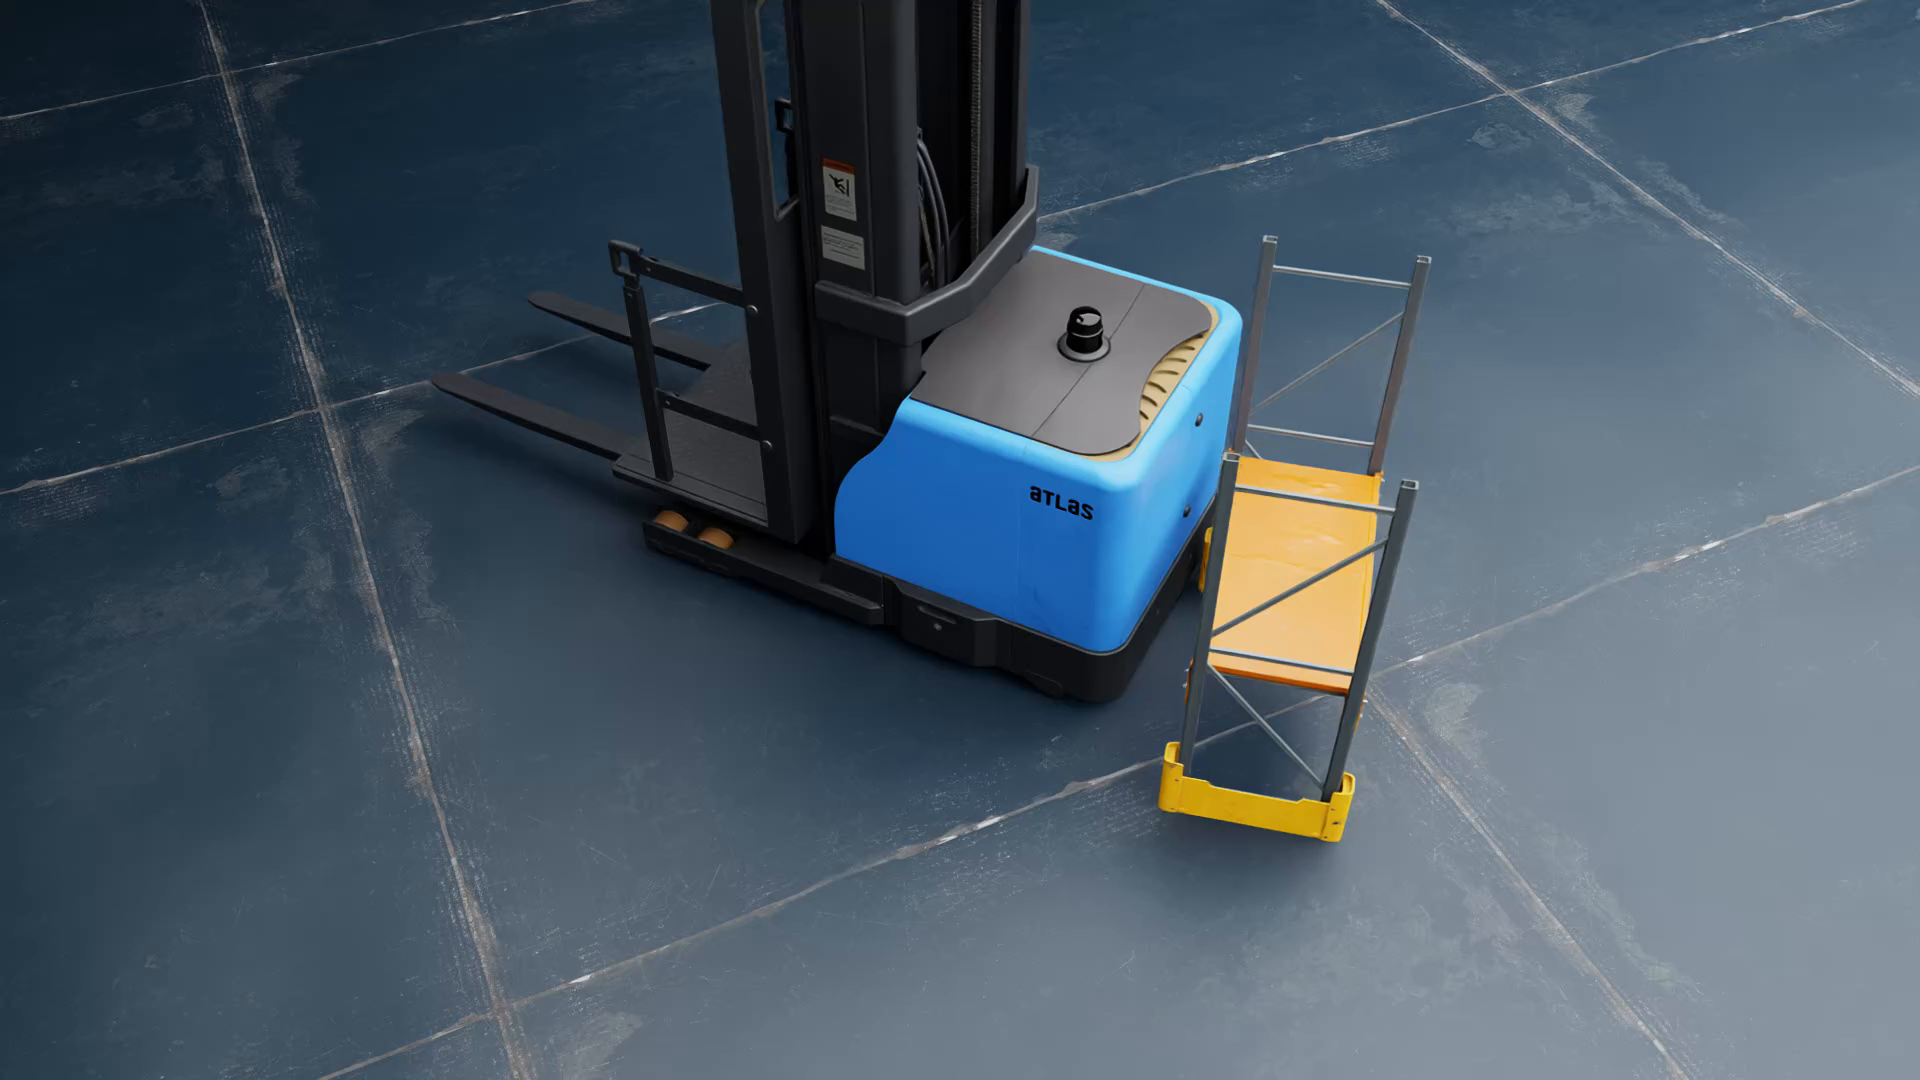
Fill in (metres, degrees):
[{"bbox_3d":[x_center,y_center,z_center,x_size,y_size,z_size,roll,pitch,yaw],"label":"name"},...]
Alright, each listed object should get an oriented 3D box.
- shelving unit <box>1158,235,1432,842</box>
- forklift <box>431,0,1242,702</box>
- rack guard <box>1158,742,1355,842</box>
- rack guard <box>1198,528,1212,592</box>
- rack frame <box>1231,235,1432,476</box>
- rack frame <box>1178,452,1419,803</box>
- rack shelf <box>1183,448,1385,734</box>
[{"bbox_3d":[1.045,0.012,5.170,0.587,1.500,1.083,9,45,9],"label":"shelving unit"},{"bbox_3d":[-0.597,-1.235,5.415,3.031,2.935,1.130,20,48,19],"label":"forklift"},{"bbox_3d":[0.931,0.798,5.263,0.587,0.250,0.087,9,45,9],"label":"rack guard"},{"bbox_3d":[1.159,0.117,5.954,0.587,0.250,0.087,9,45,9],"label":"rack guard"},{"bbox_3d":[1.163,-0.341,5.528,0.500,1.500,0.032,9,45,9],"label":"rack frame"},{"bbox_3d":[0.931,0.354,4.824,0.500,1.500,0.032,9,45,9],"label":"rack frame"},{"bbox_3d":[1.047,0.134,5.302,0.538,0.185,1.000,9,45,9],"label":"rack shelf"}]
